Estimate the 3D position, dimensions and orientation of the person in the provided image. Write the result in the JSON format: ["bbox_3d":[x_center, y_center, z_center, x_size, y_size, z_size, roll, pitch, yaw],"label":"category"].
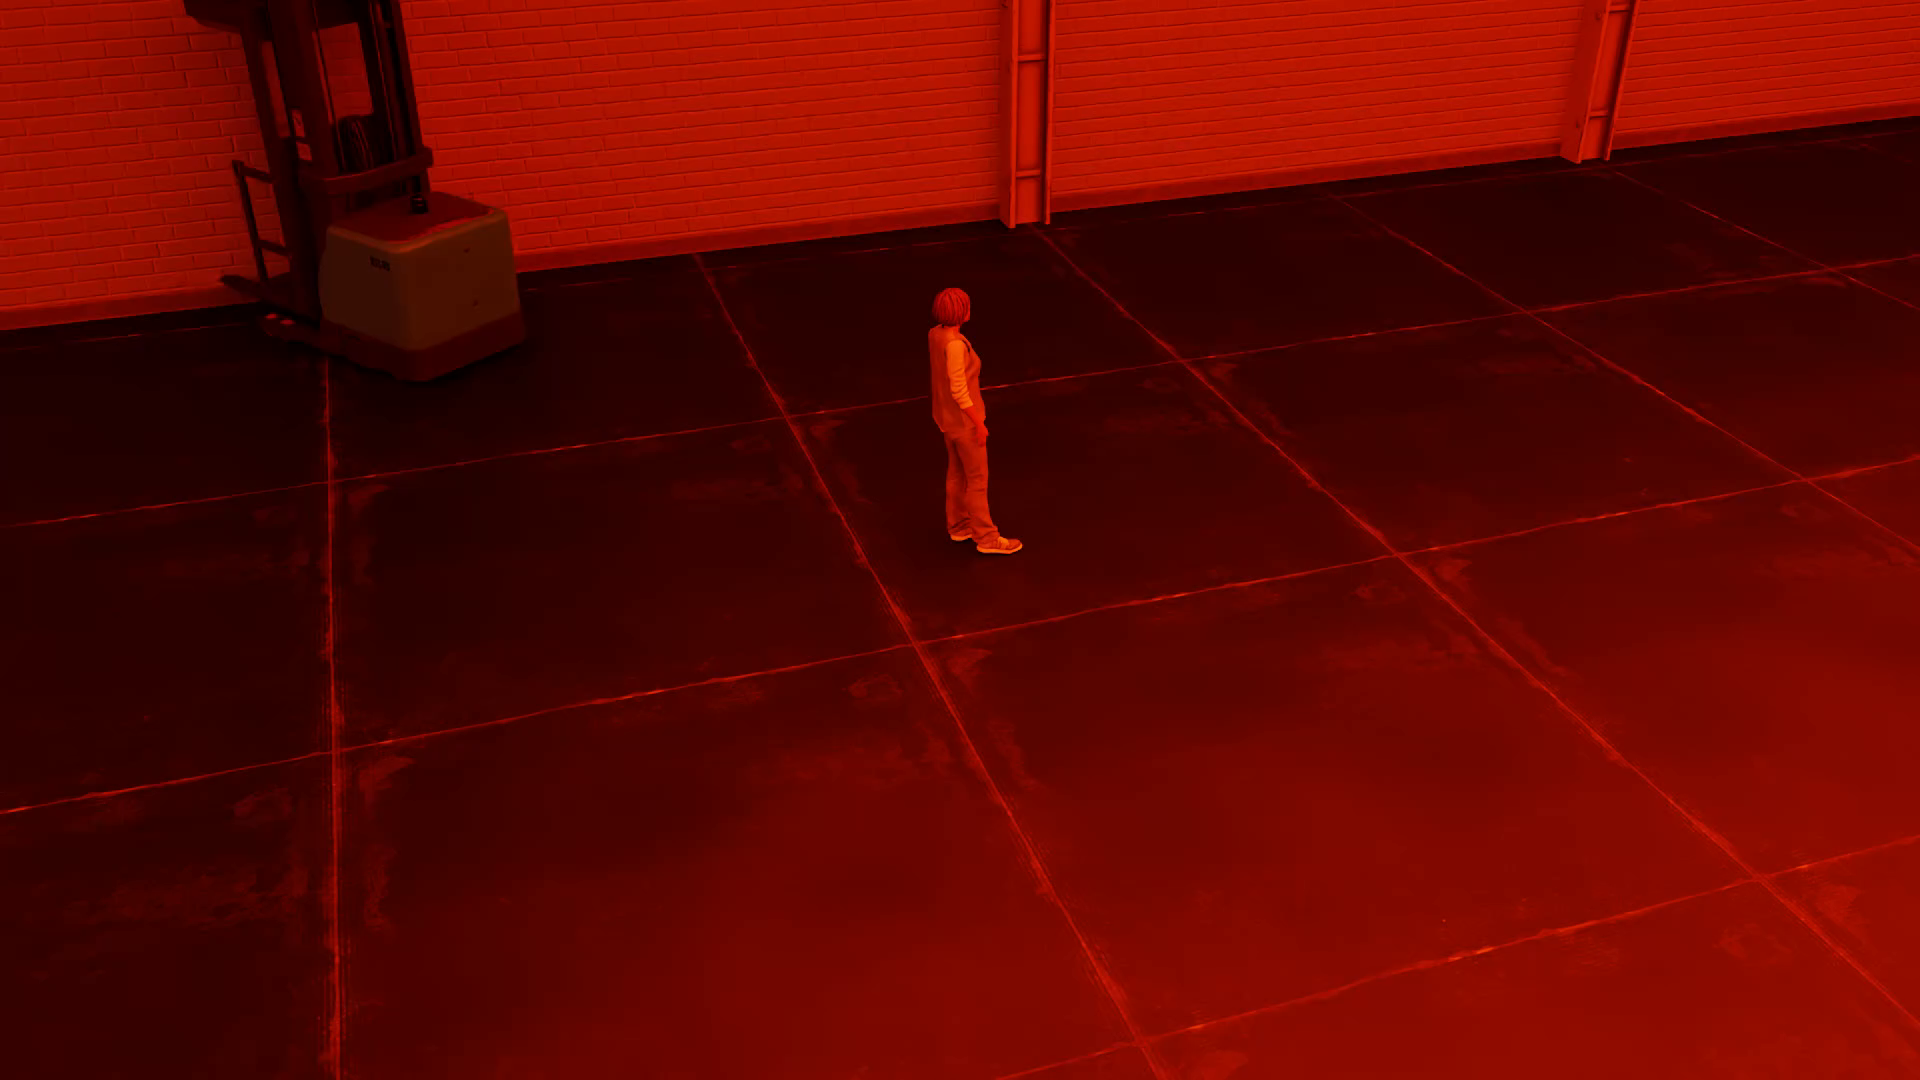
[{"bbox_3d":[0.074,-0.703,9.632,0.475,1.597,0.520,-10,31,-16],"label":"person"}]

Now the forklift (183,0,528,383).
[{"bbox_3d":[-4.744,-2.968,12.245,3.031,2.935,1.130,20,35,31],"label":"forklift"}]
